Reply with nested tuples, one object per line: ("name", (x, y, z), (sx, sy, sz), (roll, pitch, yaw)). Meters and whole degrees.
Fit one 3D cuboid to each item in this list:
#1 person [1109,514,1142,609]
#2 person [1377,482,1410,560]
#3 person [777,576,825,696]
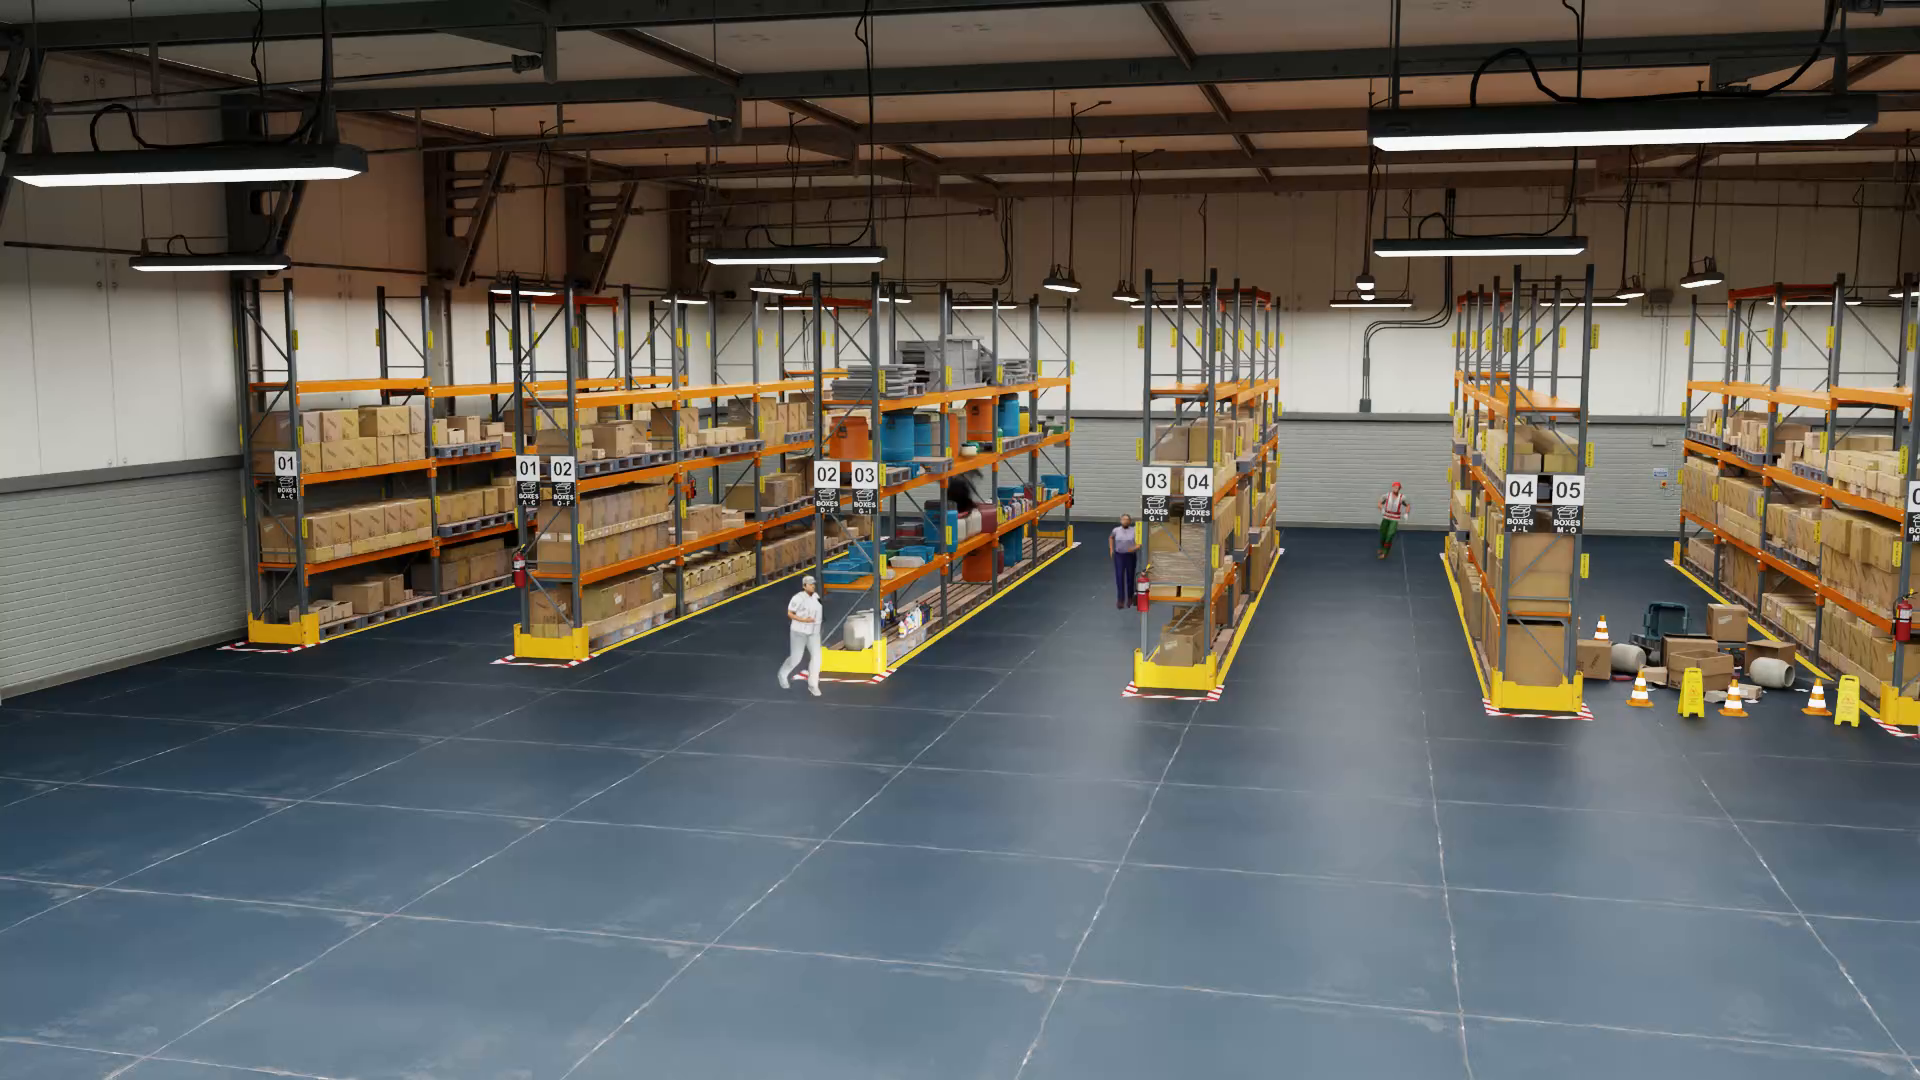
("person", (2.935, 0.379, 29.499), (0.623, 1.709, 0.804), (1, 7, 9))
("person", (9.910, -0.490, 38.102), (0.727, 1.707, 0.937), (3, 7, 20))
("person", (-2.203, 1.338, 23.709), (0.620, 1.669, 0.885), (-6, 9, -40))
